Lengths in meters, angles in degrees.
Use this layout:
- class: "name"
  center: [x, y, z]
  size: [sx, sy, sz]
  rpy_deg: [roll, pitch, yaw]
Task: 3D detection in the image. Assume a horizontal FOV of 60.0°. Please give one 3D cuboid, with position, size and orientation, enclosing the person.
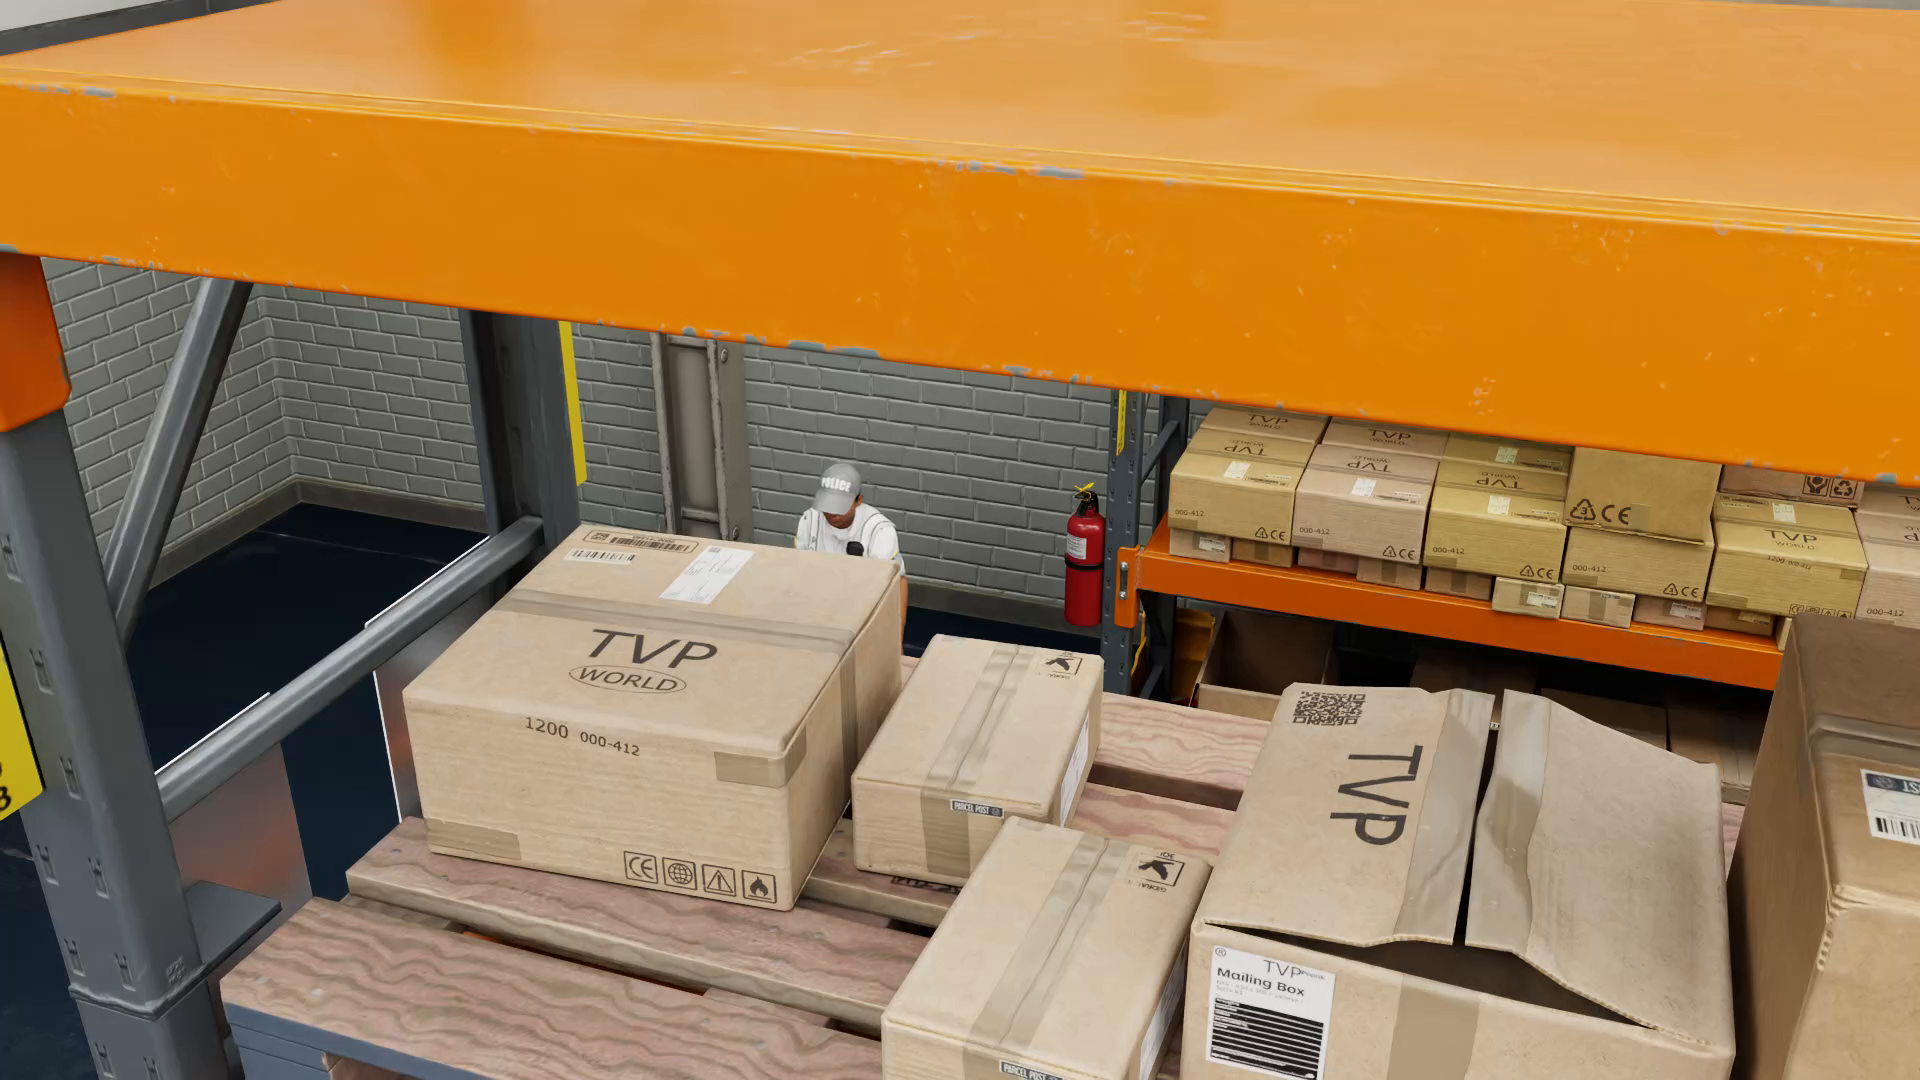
- class: "person"
  center: [-0.505, 0.412, 7.254]
  size: [0.553, 1.666, 0.471]
  rpy_deg: [8, 27, 16]
